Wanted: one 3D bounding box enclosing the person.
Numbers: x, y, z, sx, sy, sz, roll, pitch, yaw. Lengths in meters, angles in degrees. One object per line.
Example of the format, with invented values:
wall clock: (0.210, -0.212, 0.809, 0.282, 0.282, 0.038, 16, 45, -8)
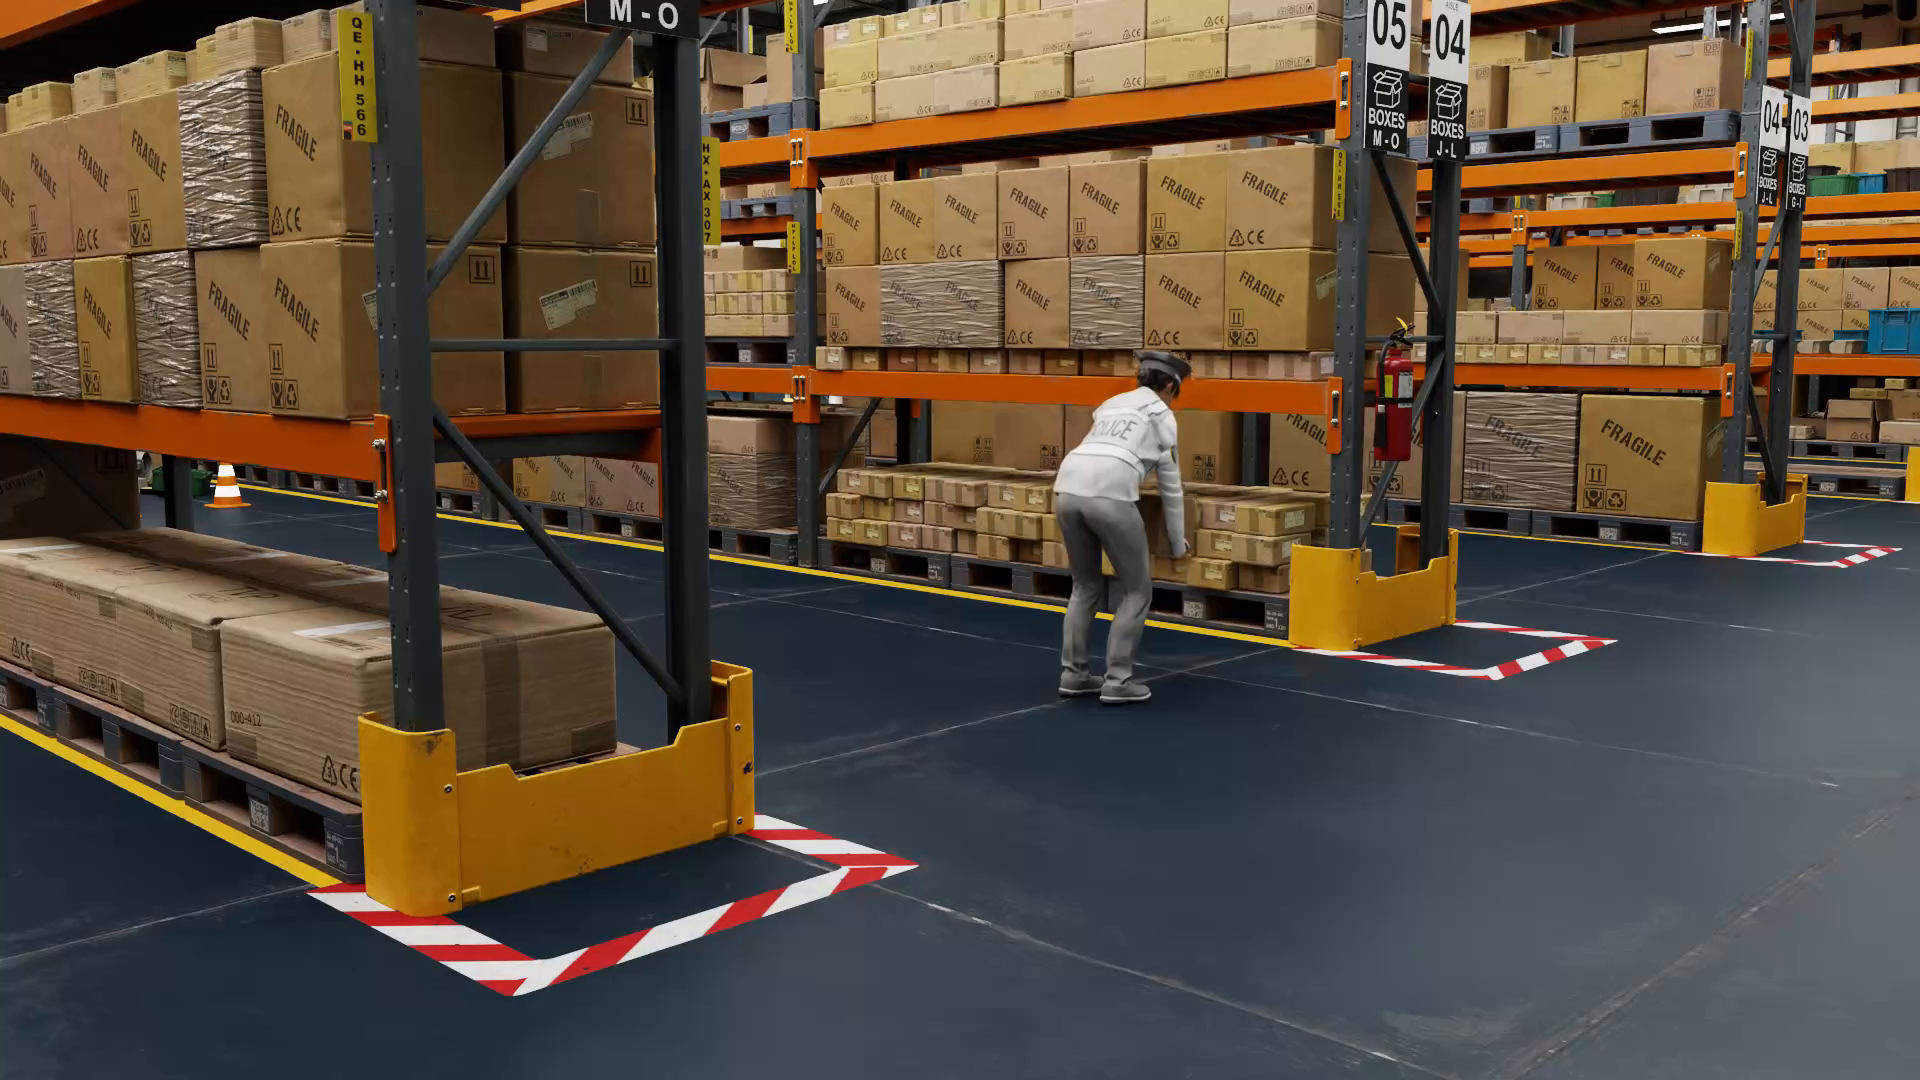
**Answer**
person: (0.716, -0.072, 7.129, 0.416, 1.473, 0.757, 6, 10, 42)
